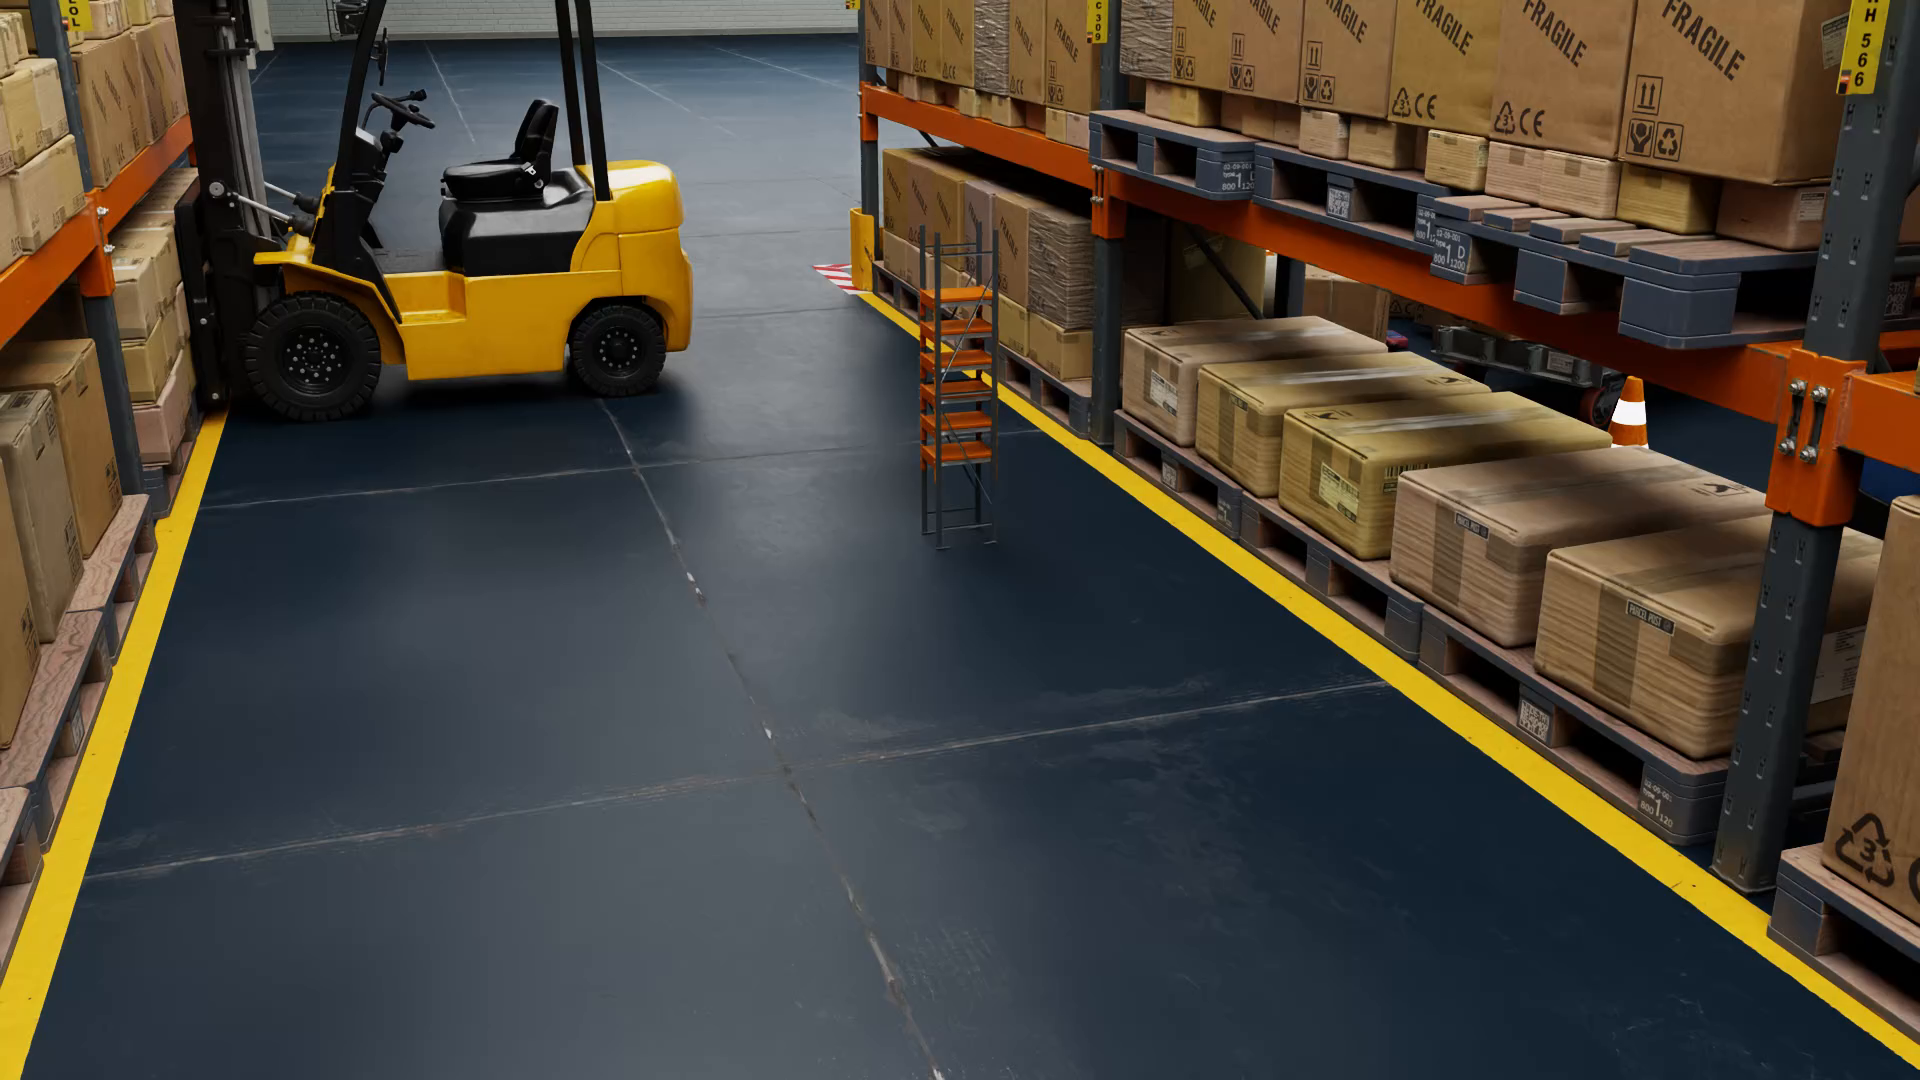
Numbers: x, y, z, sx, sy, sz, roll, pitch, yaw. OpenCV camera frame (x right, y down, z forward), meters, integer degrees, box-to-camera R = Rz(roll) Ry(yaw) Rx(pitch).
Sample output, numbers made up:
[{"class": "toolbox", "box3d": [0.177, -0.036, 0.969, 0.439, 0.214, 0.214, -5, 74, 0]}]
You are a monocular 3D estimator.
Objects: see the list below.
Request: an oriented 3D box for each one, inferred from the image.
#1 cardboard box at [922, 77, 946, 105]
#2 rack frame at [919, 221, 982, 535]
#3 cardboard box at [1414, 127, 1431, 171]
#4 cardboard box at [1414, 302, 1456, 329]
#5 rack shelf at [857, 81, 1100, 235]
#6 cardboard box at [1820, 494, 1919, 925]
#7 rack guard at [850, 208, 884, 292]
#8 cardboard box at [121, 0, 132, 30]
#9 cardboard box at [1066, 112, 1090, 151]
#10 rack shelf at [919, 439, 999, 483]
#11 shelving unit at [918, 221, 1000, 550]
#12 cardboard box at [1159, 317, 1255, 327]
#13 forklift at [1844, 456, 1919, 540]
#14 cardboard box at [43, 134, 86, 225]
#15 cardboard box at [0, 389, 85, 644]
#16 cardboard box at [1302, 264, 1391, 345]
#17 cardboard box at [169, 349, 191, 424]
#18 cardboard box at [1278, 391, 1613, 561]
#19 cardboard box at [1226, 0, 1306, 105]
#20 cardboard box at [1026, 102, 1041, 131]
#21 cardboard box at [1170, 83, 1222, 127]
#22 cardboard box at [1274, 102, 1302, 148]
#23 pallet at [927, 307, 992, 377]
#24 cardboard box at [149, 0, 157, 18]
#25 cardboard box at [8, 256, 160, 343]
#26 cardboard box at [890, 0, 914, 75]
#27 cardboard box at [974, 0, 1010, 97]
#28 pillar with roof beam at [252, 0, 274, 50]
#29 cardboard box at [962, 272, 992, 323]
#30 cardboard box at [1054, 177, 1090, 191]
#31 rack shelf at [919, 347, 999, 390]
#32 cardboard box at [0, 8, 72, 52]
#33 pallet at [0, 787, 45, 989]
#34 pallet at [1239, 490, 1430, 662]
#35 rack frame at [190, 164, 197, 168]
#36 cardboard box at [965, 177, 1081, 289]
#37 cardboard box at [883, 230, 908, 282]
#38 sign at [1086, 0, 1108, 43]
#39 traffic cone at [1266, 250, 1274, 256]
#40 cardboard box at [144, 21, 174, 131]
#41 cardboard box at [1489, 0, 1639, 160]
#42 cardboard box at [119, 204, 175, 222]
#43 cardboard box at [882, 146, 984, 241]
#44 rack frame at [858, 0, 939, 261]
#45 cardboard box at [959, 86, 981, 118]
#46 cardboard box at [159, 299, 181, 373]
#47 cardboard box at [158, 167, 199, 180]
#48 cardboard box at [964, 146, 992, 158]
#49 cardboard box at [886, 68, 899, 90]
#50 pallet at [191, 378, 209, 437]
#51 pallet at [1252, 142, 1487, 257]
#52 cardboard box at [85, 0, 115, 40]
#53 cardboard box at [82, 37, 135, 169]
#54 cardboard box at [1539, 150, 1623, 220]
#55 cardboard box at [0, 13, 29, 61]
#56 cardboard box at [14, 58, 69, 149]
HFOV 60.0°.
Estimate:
[{"class": "cardboard box", "box3d": [-0.005, -2.600, 9.590, 0.380, 0.149, 0.250, -6, 21, -16]}, {"class": "rack frame", "box3d": [-0.033, -0.599, 6.308, 0.240, 1.200, 0.006, -6, 21, -17]}, {"class": "cardboard box", "box3d": [1.619, -1.198, 5.065, 0.380, 0.149, 0.250, -6, 21, -17]}, {"class": "cardboard box", "box3d": [3.094, -1.484, 9.602, 0.797, 0.637, 0.503, -6, 21, -17]}, {"class": "rack shelf", "box3d": [0.465, -2.208, 9.191, 1.077, 0.370, 4.000, -6, 21, -17]}, {"class": "cardboard box", "box3d": [2.489, 0.411, 3.356, 0.875, 0.875, 0.875, -7, 21, -18]}, {"class": "rack guard", "box3d": [-0.139, -1.988, 11.211, 1.175, 0.500, 0.348, -6, 21, -17]}, {"class": "cardboard box", "box3d": [-3.935, -2.357, 7.435, 0.380, 0.149, 0.250, -7, 21, -18]}, {"class": "cardboard box", "box3d": [0.703, -1.858, 7.522, 0.380, 0.149, 0.250, -7, 21, -18]}, {"class": "rack shelf", "box3d": [-0.005, -0.302, 6.323, 0.258, 0.103, 0.180, -6, 21, -17]}, {"class": "shelving unit", "box3d": [-0.005, -0.569, 6.227, 0.258, 1.200, 0.189, -6, 21, -17]}, {"class": "cardboard box", "box3d": [1.165, -1.027, 8.284, 0.500, 0.250, 0.500, -7, 21, -20]}, {"class": "forklift", "box3d": [4.784, -1.179, 5.364, 3.031, 2.935, 1.130, -2, 20, -5]}, {"class": "cardboard box", "box3d": [-3.210, -1.172, 5.464, 0.500, 0.250, 0.500, -6, 21, -16]}, {"class": "cardboard box", "box3d": [-3.206, -0.040, 4.983, 0.875, 0.625, 0.625, -7, 21, -18]}, {"class": "cardboard box", "box3d": [2.049, -1.218, 9.065, 0.500, 0.500, 0.500, 8, 21, 20]}, {"class": "cardboard box", "box3d": [-3.629, -0.632, 7.184, 0.500, 0.250, 0.500, -7, 21, -18]}, {"class": "cardboard box", "box3d": [1.710, -0.245, 5.926, 0.950, 0.372, 0.625, -6, 21, -15]}, {"class": "cardboard box", "box3d": [1.269, -1.788, 5.748, 0.500, 0.500, 0.500, -7, 21, -18]}, {"class": "cardboard box", "box3d": [0.546, -2.110, 8.226, 0.380, 0.149, 0.250, -7, 21, -18]}, {"class": "cardboard box", "box3d": [1.038, -1.692, 6.441, 0.380, 0.149, 0.250, -6, 21, -16]}, {"class": "cardboard box", "box3d": [1.317, -1.443, 5.747, 0.380, 0.149, 0.250, -6, 21, -17]}, {"class": "pallet", "box3d": [0.462, -1.197, 9.436, 1.003, 0.211, 1.213, -6, 21, -17]}, {"class": "cardboard box", "box3d": [-4.367, -2.762, 8.562, 0.380, 0.149, 0.250, -6, 21, -16]}, {"class": "cardboard box", "box3d": [-3.471, -0.939, 6.561, 0.500, 0.250, 0.500, -7, 21, -18]}, {"class": "cardboard box", "box3d": [-0.112, -3.028, 9.822, 0.500, 0.500, 0.500, -6, 21, -16]}, {"class": "cardboard box", "box3d": [0.382, -2.539, 8.459, 0.500, 0.500, 0.500, -6, 21, -16]}, {"class": "pillar with roof beam", "box3d": [-10.854, -15.249, 35.559, 9.100, 9.000, 0.400, -6, 21, -17]}, {"class": "cardboard box", "box3d": [0.321, -1.303, 9.054, 0.500, 0.250, 0.500, -6, 21, -16]}, {"class": "cardboard box", "box3d": [0.824, -1.717, 9.095, 0.500, 0.500, 0.500, -5, 20, -14]}, {"class": "rack shelf", "box3d": [-0.005, -0.640, 6.201, 0.258, 0.103, 0.180, -6, 21, -17]}, {"class": "cardboard box", "box3d": [-3.468, -1.859, 6.047, 0.380, 0.149, 0.250, -7, 21, -18]}, {"class": "pallet", "box3d": [-2.582, 0.951, 3.456, 1.003, 0.211, 1.213, -6, 21, -17]}, {"class": "pallet", "box3d": [1.727, 0.049, 5.967, 1.003, 0.211, 1.213, -6, 21, -17]}, {"class": "rack frame", "box3d": [-4.874, -2.660, 9.385, 1.000, 3.000, 0.127, -6, 21, -17]}, {"class": "cardboard box", "box3d": [0.330, -1.649, 8.908, 0.500, 0.500, 0.500, -5, 20, -14]}, {"class": "cardboard box", "box3d": [-0.172, -1.804, 10.448, 0.500, 0.250, 0.500, -7, 21, -18]}, {"class": "sign", "box3d": [0.581, -2.252, 6.969, 0.100, 0.325, 0.005, -6, 21, -17]}, {"class": "traffic cone", "box3d": [2.143, -2.221, 11.915, 0.336, 0.463, 0.334, -6, 21, -17]}, {"class": "cardboard box", "box3d": [-4.155, -2.245, 8.082, 0.500, 0.500, 0.500, -7, 21, -18]}, {"class": "cardboard box", "box3d": [1.771, -1.287, 4.353, 0.500, 0.500, 0.500, -7, 21, -18]}, {"class": "cardboard box", "box3d": [-3.947, -1.432, 7.933, 0.500, 0.250, 0.500, -7, 21, -18]}, {"class": "cardboard box", "box3d": [-0.164, -2.149, 10.300, 0.500, 0.500, 0.500, -7, 21, -19]}, {"class": "rack frame", "box3d": [-0.163, -3.189, 10.857, 1.000, 3.000, 0.127, -6, 21, -17]}, {"class": "cardboard box", "box3d": [0.214, -2.347, 8.886, 0.380, 0.149, 0.250, -6, 21, -17]}, {"class": "cardboard box", "box3d": [-3.636, -0.865, 7.093, 0.500, 0.250, 0.500, -6, 21, -17]}, {"class": "cardboard box", "box3d": [-4.434, -1.920, 9.291, 0.500, 0.250, 0.500, -6, 21, -15]}, {"class": "cardboard box", "box3d": [0.336, -2.216, 10.485, 0.500, 0.500, 0.500, -6, 21, -17]}, {"class": "cardboard box", "box3d": [-0.253, -2.939, 10.534, 0.380, 0.149, 0.250, -6, 21, -17]}, {"class": "pallet", "box3d": [-4.214, -0.716, 8.097, 1.003, 0.211, 1.213, -6, 21, -17]}, {"class": "pallet", "box3d": [1.690, -1.162, 5.498, 1.003, 0.211, 1.213, -6, 21, -17]}, {"class": "cardboard box", "box3d": [-3.666, -2.110, 6.745, 0.380, 0.149, 0.250, -6, 21, -16]}, {"class": "cardboard box", "box3d": [-3.688, -1.759, 6.728, 0.500, 0.500, 0.500, -6, 21, -16]}, {"class": "cardboard box", "box3d": [1.750, -0.935, 4.334, 0.380, 0.149, 0.250, -7, 21, -18]}, {"class": "cardboard box", "box3d": [-3.299, -1.643, 5.445, 0.380, 0.149, 0.250, -6, 21, -15]}, {"class": "cardboard box", "box3d": [-3.220, -1.411, 5.389, 0.500, 0.250, 0.500, -7, 21, -18]}]
